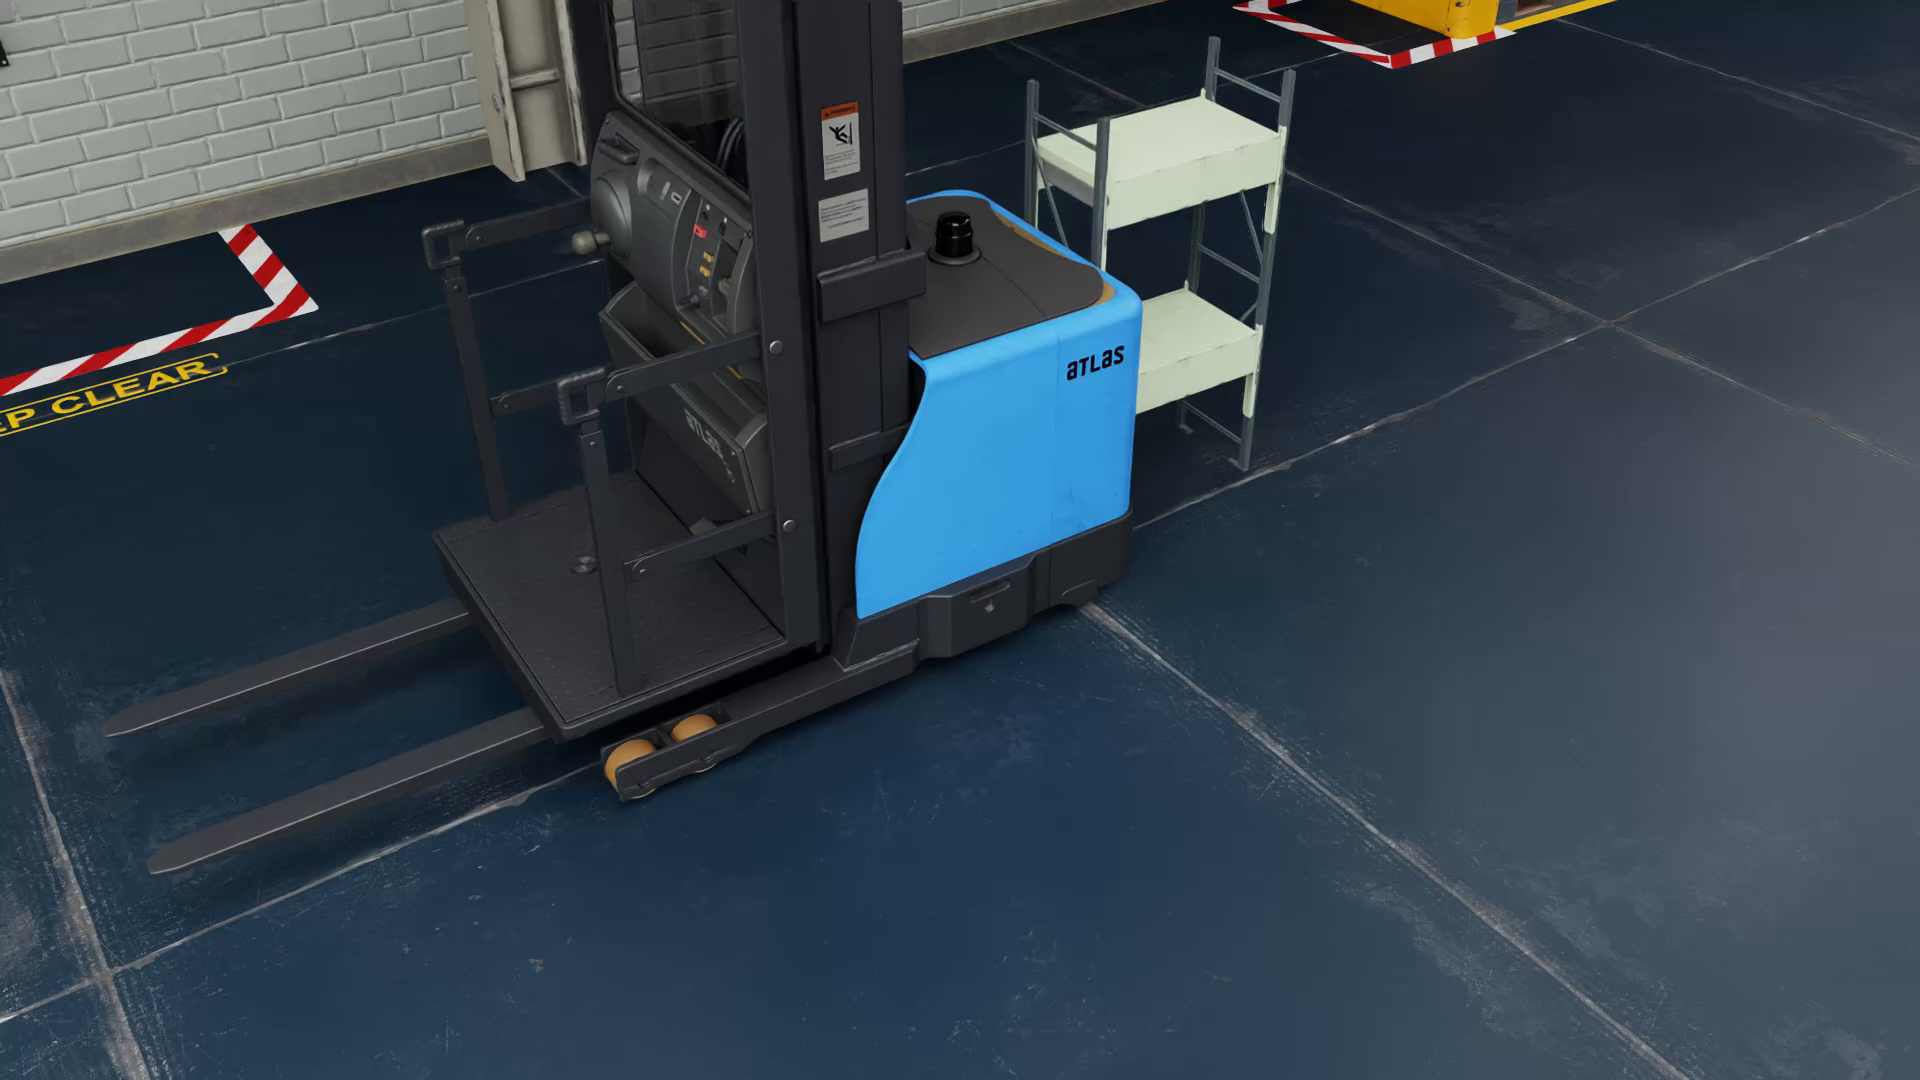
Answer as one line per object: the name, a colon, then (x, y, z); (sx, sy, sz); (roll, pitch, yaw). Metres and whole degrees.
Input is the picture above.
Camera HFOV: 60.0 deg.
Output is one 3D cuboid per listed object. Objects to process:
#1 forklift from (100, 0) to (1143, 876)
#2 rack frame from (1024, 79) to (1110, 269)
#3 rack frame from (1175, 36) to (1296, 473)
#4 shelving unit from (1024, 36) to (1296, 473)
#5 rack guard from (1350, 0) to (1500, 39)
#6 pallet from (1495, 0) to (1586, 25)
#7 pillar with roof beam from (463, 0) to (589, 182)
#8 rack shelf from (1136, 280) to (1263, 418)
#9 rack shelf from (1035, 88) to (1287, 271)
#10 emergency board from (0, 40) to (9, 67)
forklift: (-0.954, -0.809, 4.365); (3.031, 2.935, 1.130); (-21, 41, -26)
rack frame: (0.326, -0.725, 5.473); (0.023, 1.500, 0.400); (-21, 41, -26)
rack frame: (0.940, -0.958, 5.797); (0.023, 1.500, 0.400); (-21, 41, -26)
shelving unit: (0.633, -0.841, 5.635); (0.755, 1.500, 0.431); (-21, 41, -26)
rack guard: (2.772, -3.503, 10.192); (0.348, 0.500, 1.175); (-22, 41, -28)
pallet: (3.457, -3.642, 10.633); (1.213, 0.211, 1.003); (-22, 41, -28)
pillar with roof beam: (0.360, -3.503, 2.914); (0.400, 9.000, 9.100); (-22, 41, -28)
rack shelf: (0.633, -0.577, 5.826); (0.720, 0.370, 0.431); (-21, 41, -26)
rack shelf: (0.633, -1.158, 5.407); (0.720, 0.370, 0.431); (-21, 41, -26)
emergency board: (-4.162, -2.309, 6.392); (0.643, 1.169, 0.194); (-22, 41, -28)
